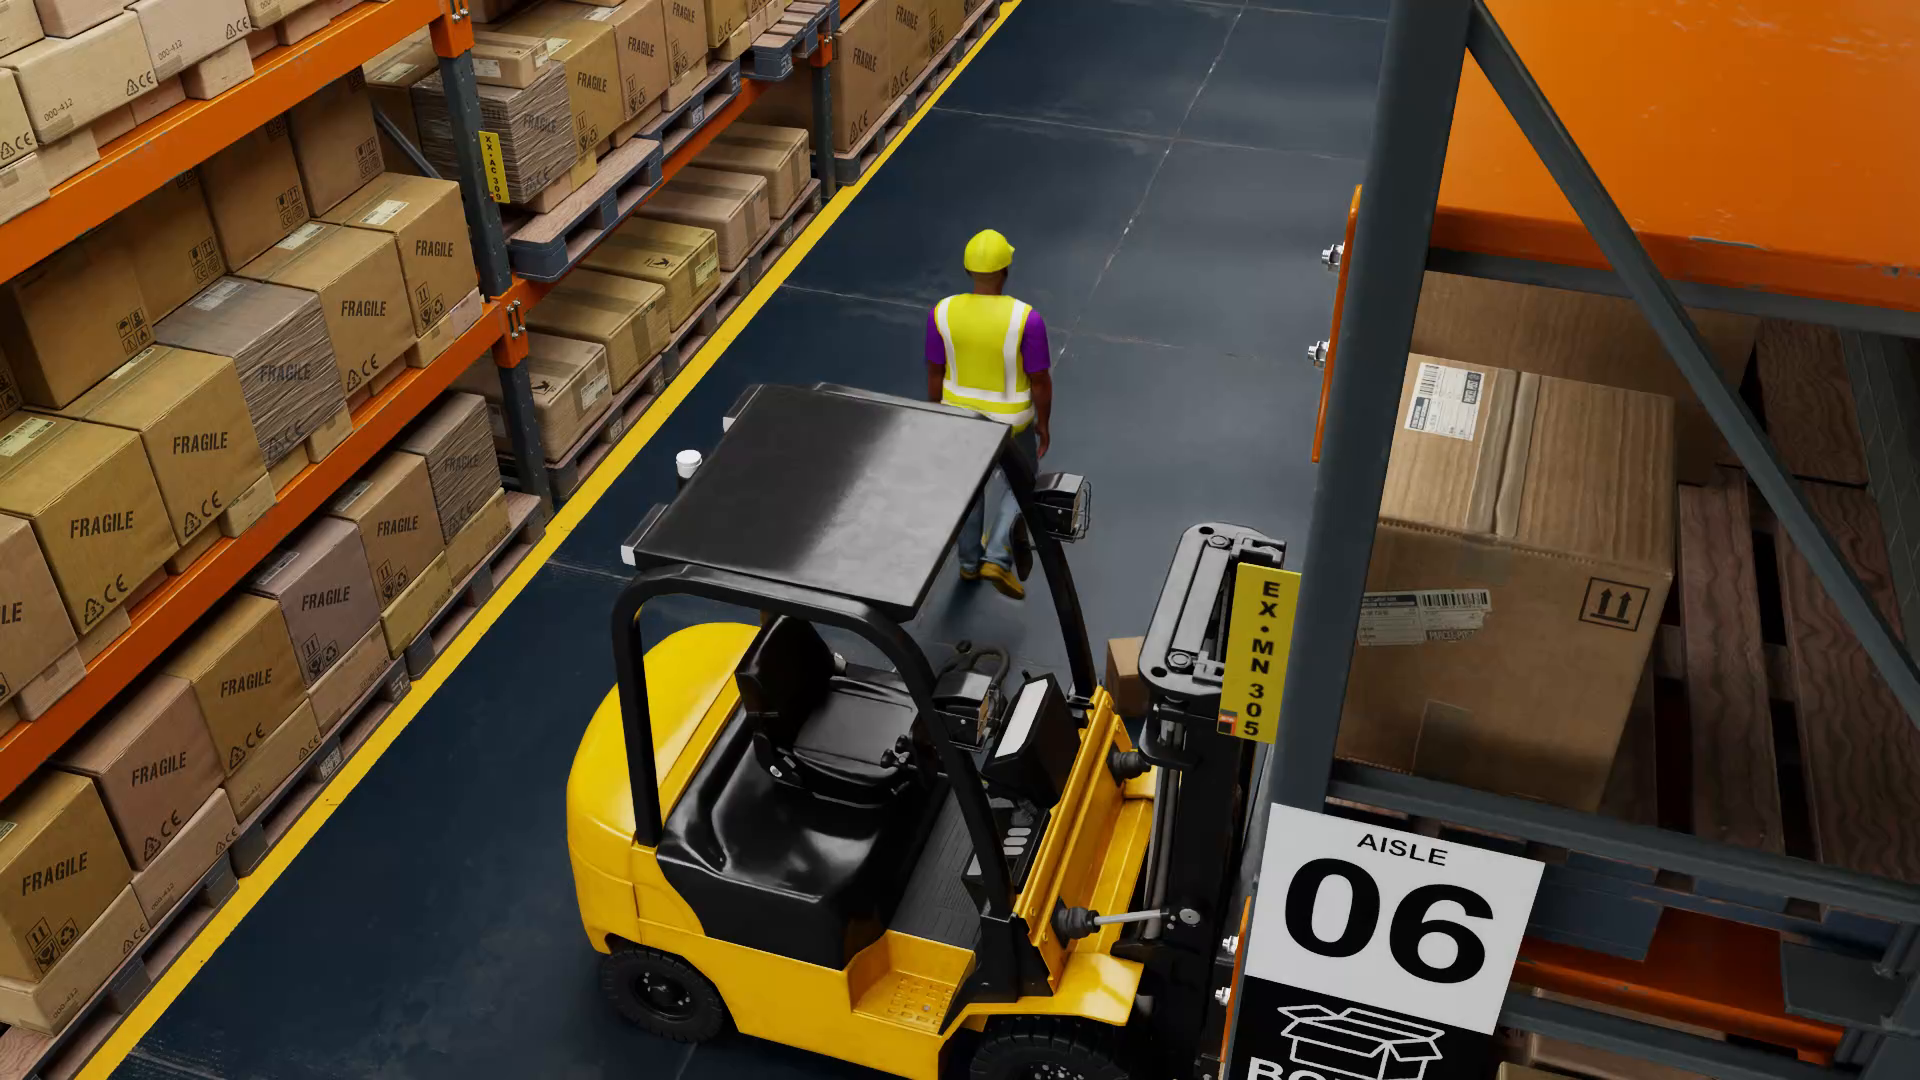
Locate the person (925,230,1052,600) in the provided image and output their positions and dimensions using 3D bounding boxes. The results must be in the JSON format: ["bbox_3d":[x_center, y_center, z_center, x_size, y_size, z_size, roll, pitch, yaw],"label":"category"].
[{"bbox_3d":[0.110,-0.516,7.518,0.592,1.760,0.644,10,38,13],"label":"person"}]
